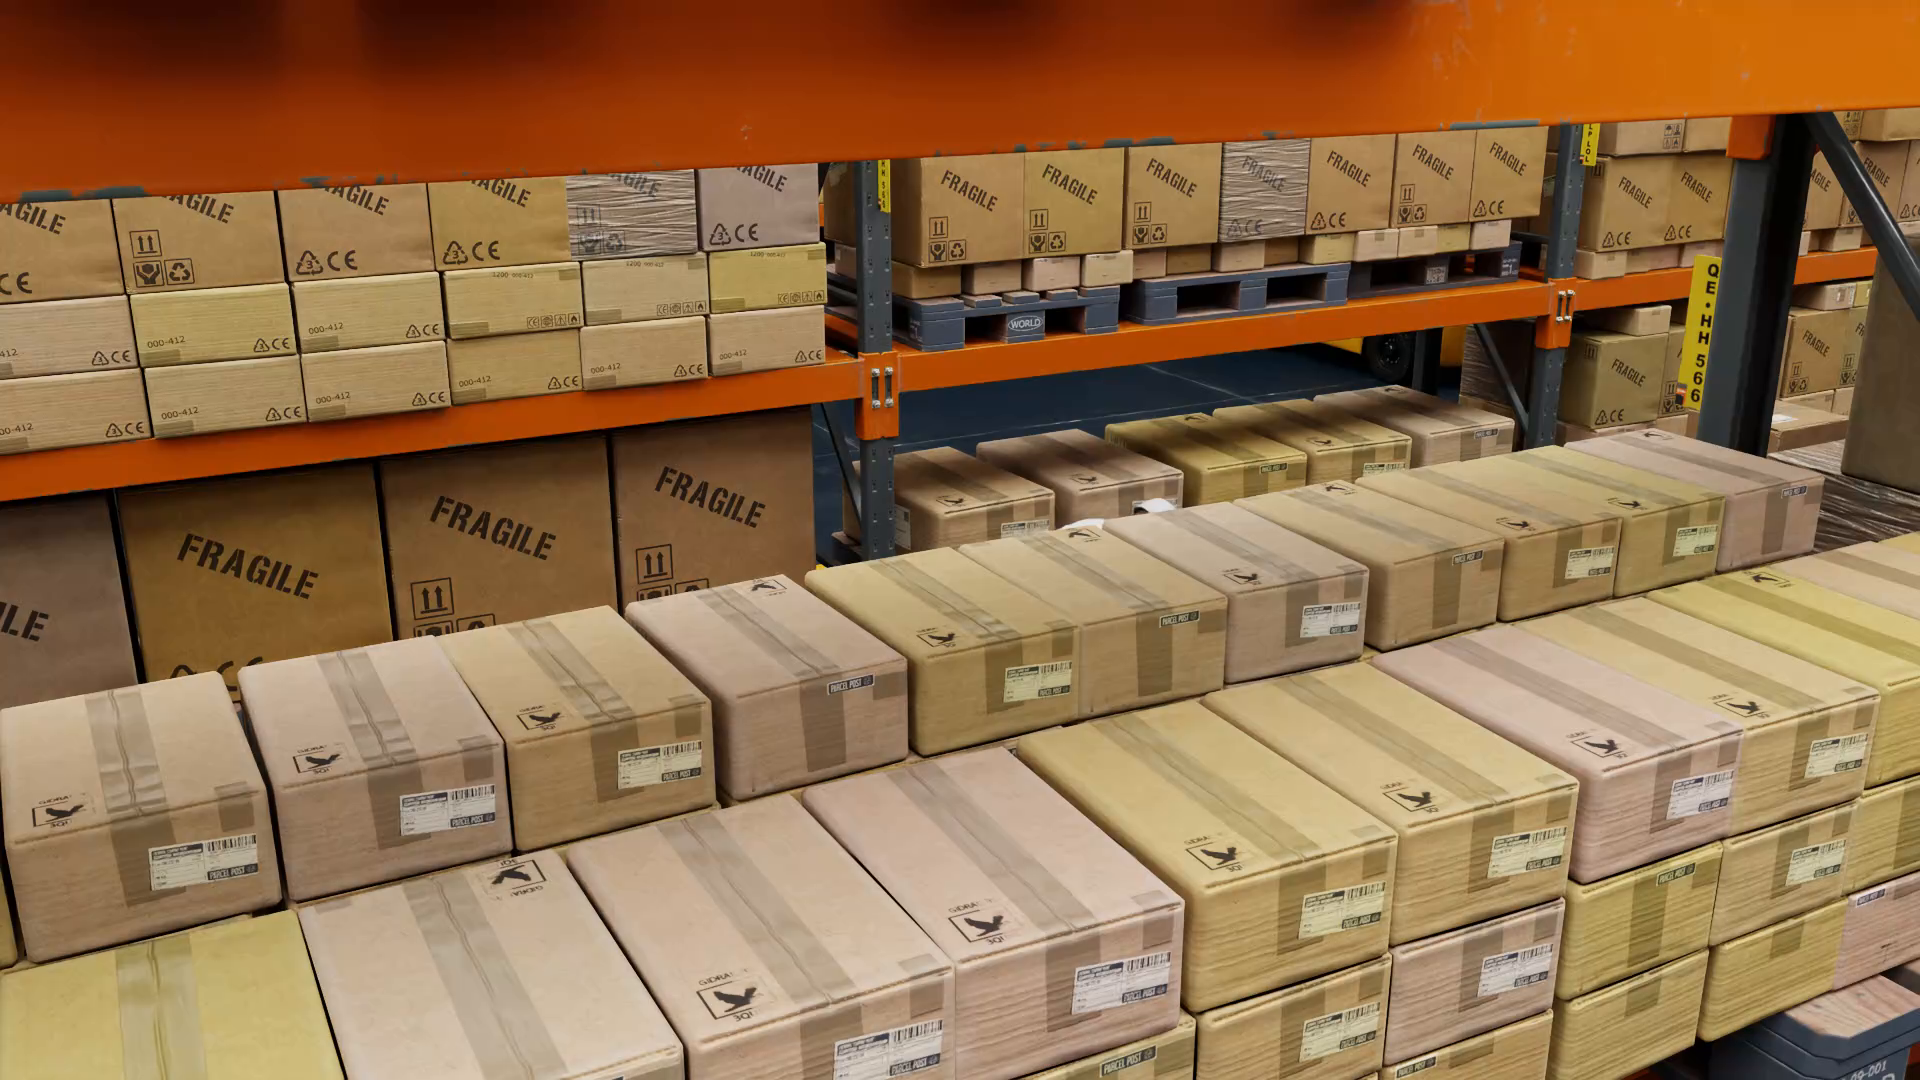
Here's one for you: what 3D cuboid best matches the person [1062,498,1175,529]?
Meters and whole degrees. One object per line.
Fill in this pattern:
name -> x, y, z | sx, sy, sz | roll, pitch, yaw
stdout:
person -> 0.515, 0.330, 6.697 | 0.923, 0.902, 0.539 | -11, 21, -30
